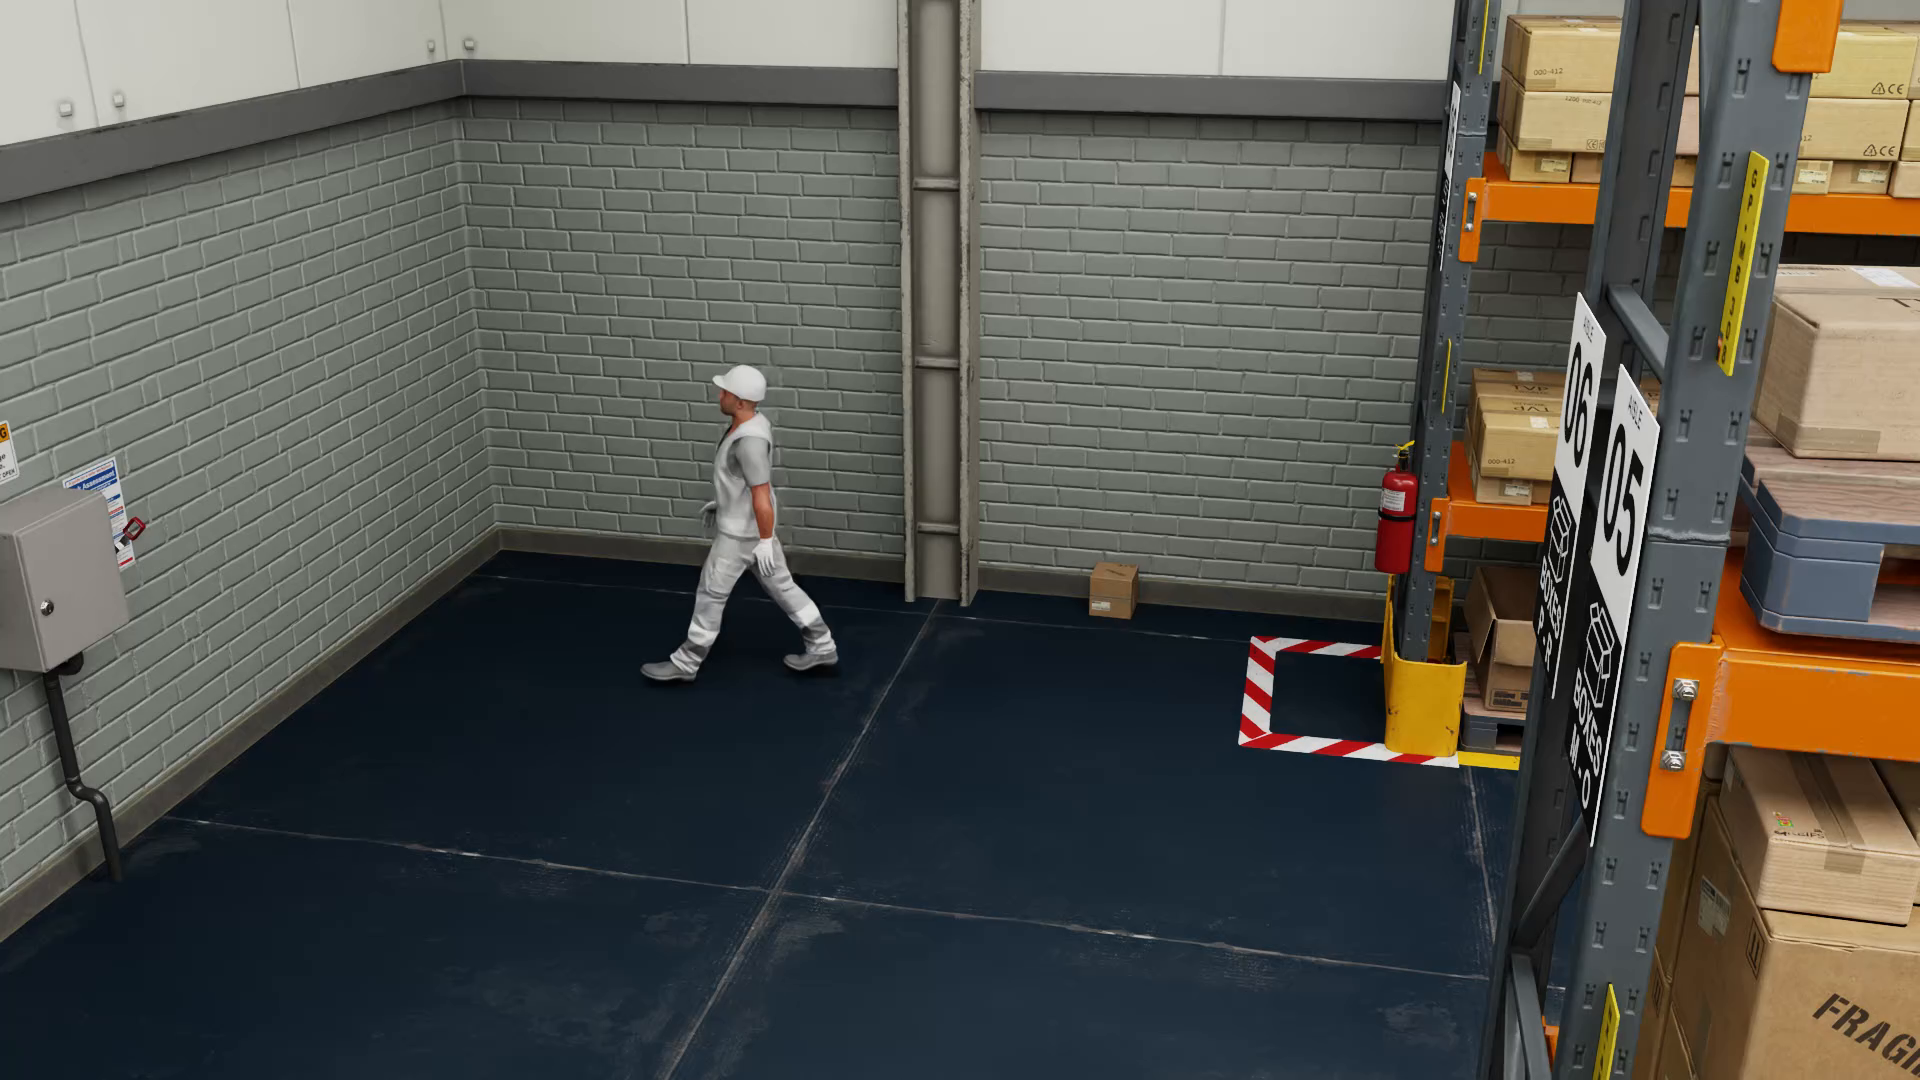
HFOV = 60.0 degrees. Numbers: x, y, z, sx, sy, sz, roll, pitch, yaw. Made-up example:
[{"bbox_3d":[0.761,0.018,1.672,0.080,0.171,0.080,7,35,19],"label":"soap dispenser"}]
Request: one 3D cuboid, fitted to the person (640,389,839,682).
[{"bbox_3d":[-1.190,-0.066,8.778,1.053,1.690,0.605,0,21,1],"label":"person"}]
